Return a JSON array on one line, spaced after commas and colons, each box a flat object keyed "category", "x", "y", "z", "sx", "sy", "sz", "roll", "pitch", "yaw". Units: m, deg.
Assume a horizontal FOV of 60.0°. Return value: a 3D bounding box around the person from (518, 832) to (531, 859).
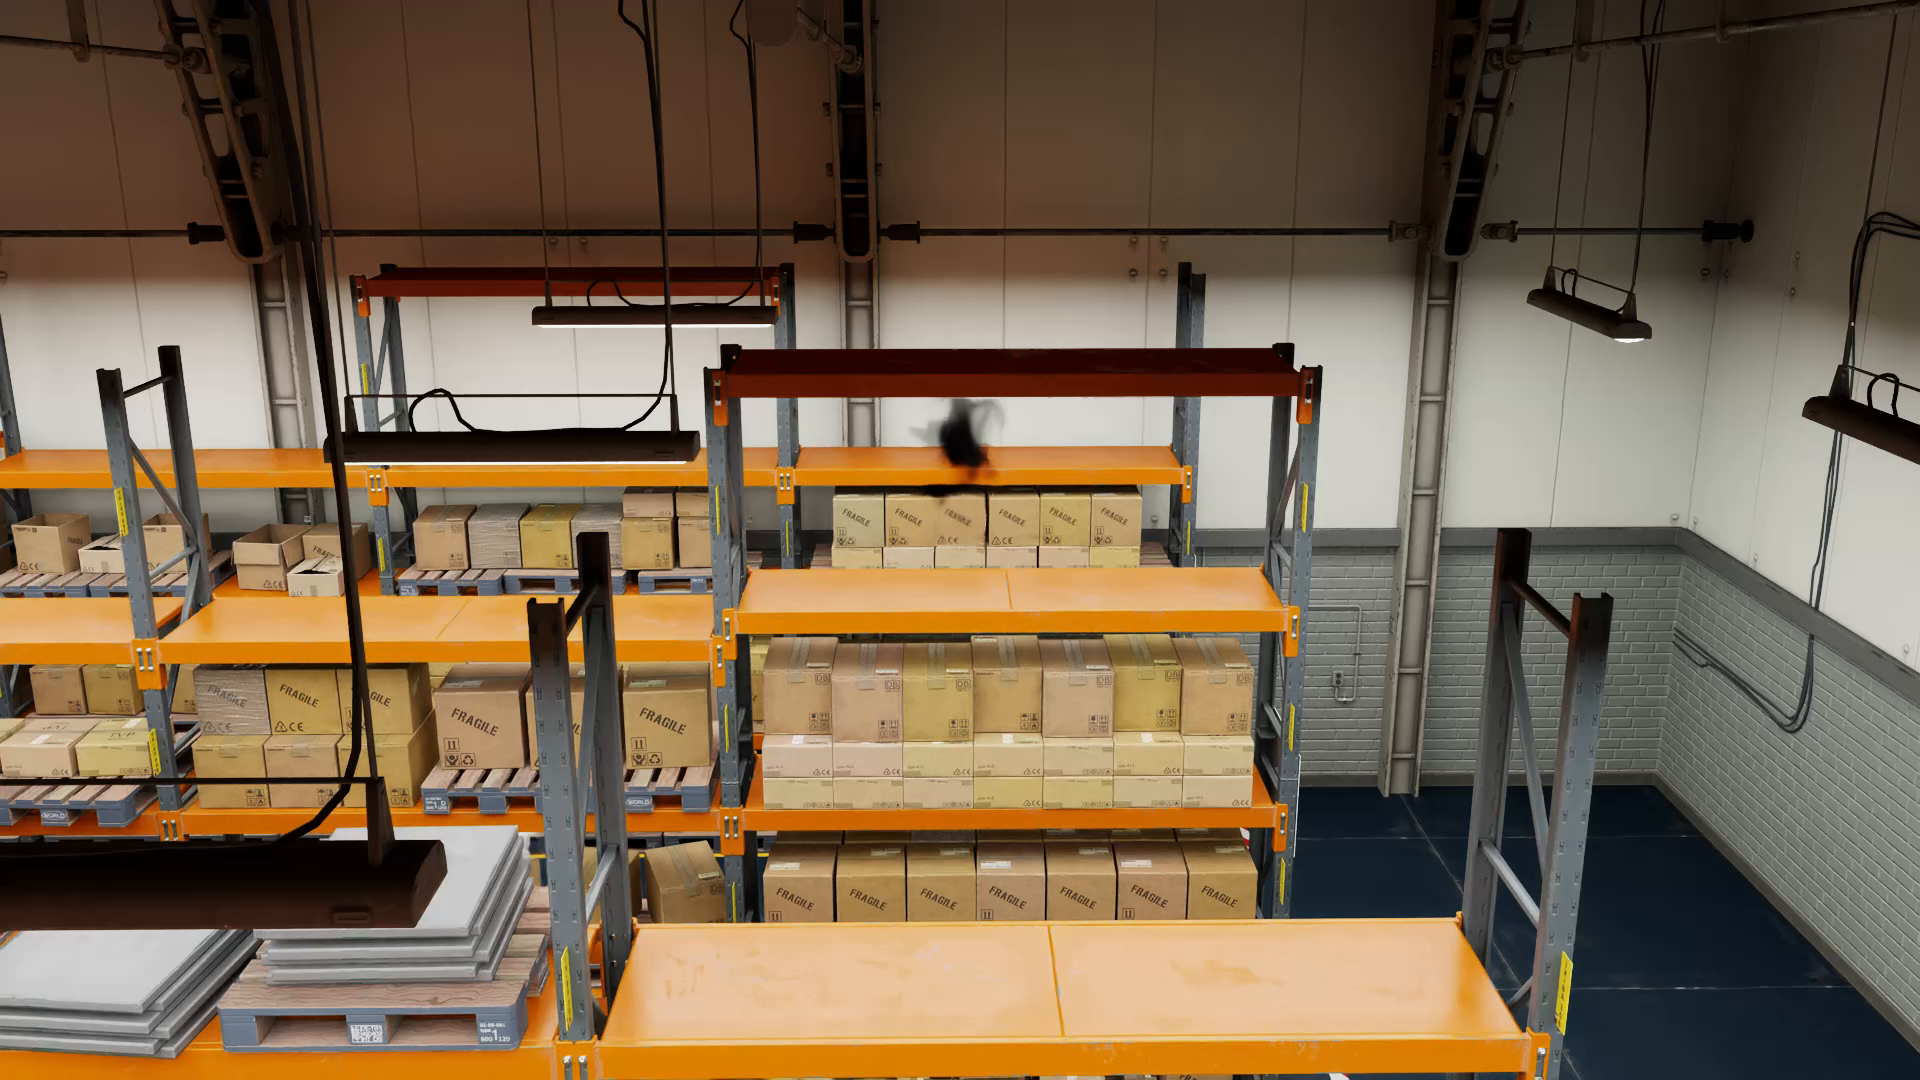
[{"category": "person", "x": -3.940, "y": 3.069, "z": 14.531, "sx": 0.953, "sy": 1.781, "sz": 0.661, "roll": 1, "pitch": 16, "yaw": 3}]
